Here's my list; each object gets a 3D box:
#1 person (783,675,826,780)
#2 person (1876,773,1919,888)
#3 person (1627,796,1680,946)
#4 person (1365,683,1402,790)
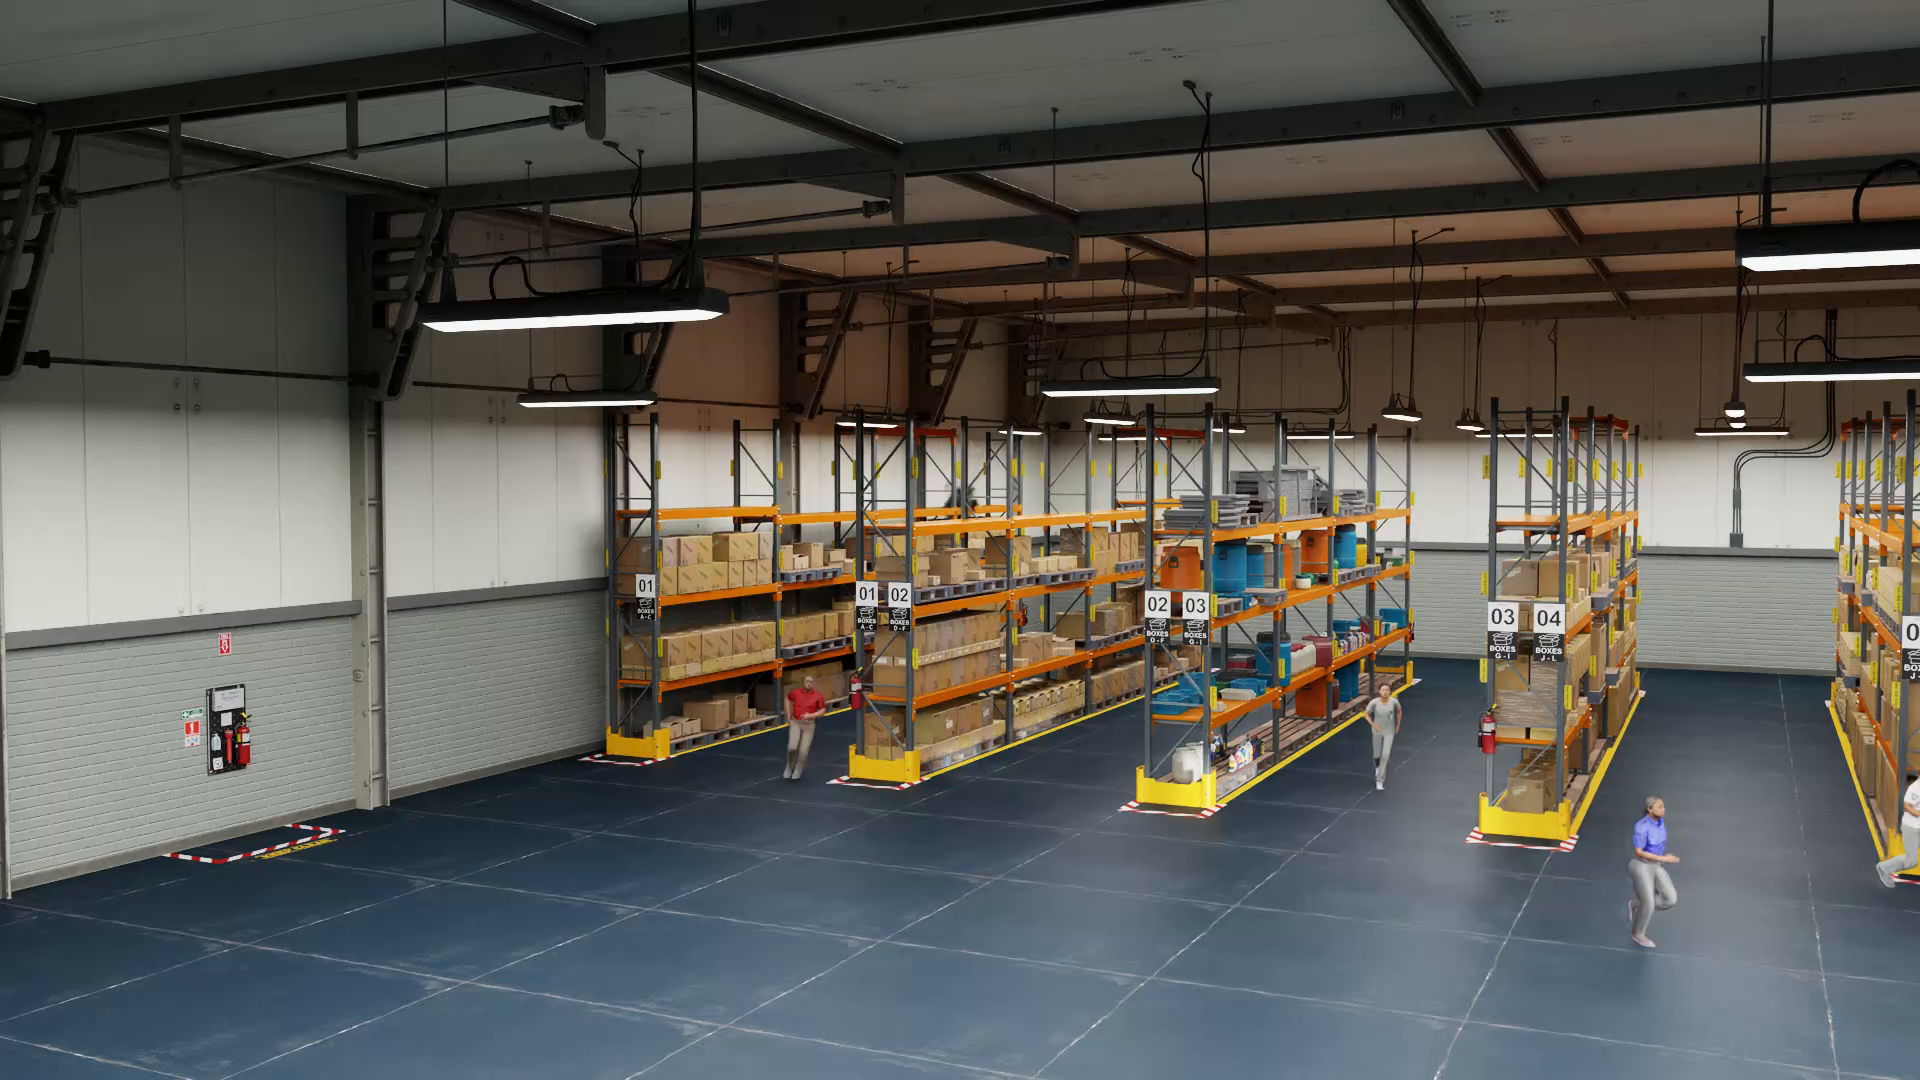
[{"bbox_3d":[-2.520,3.032,26.904,0.691,1.706,0.653,0,2,-4],"label":"person"},{"bbox_3d":[11.137,3.368,19.292,0.628,1.669,0.969,-1,3,-27],"label":"person"},{"bbox_3d":[7.295,3.473,17.428,0.617,1.605,0.606,-2,3,-35],"label":"person"},{"bbox_3d":[6.714,3.073,26.372,0.588,1.660,0.916,0,2,10],"label":"person"}]
